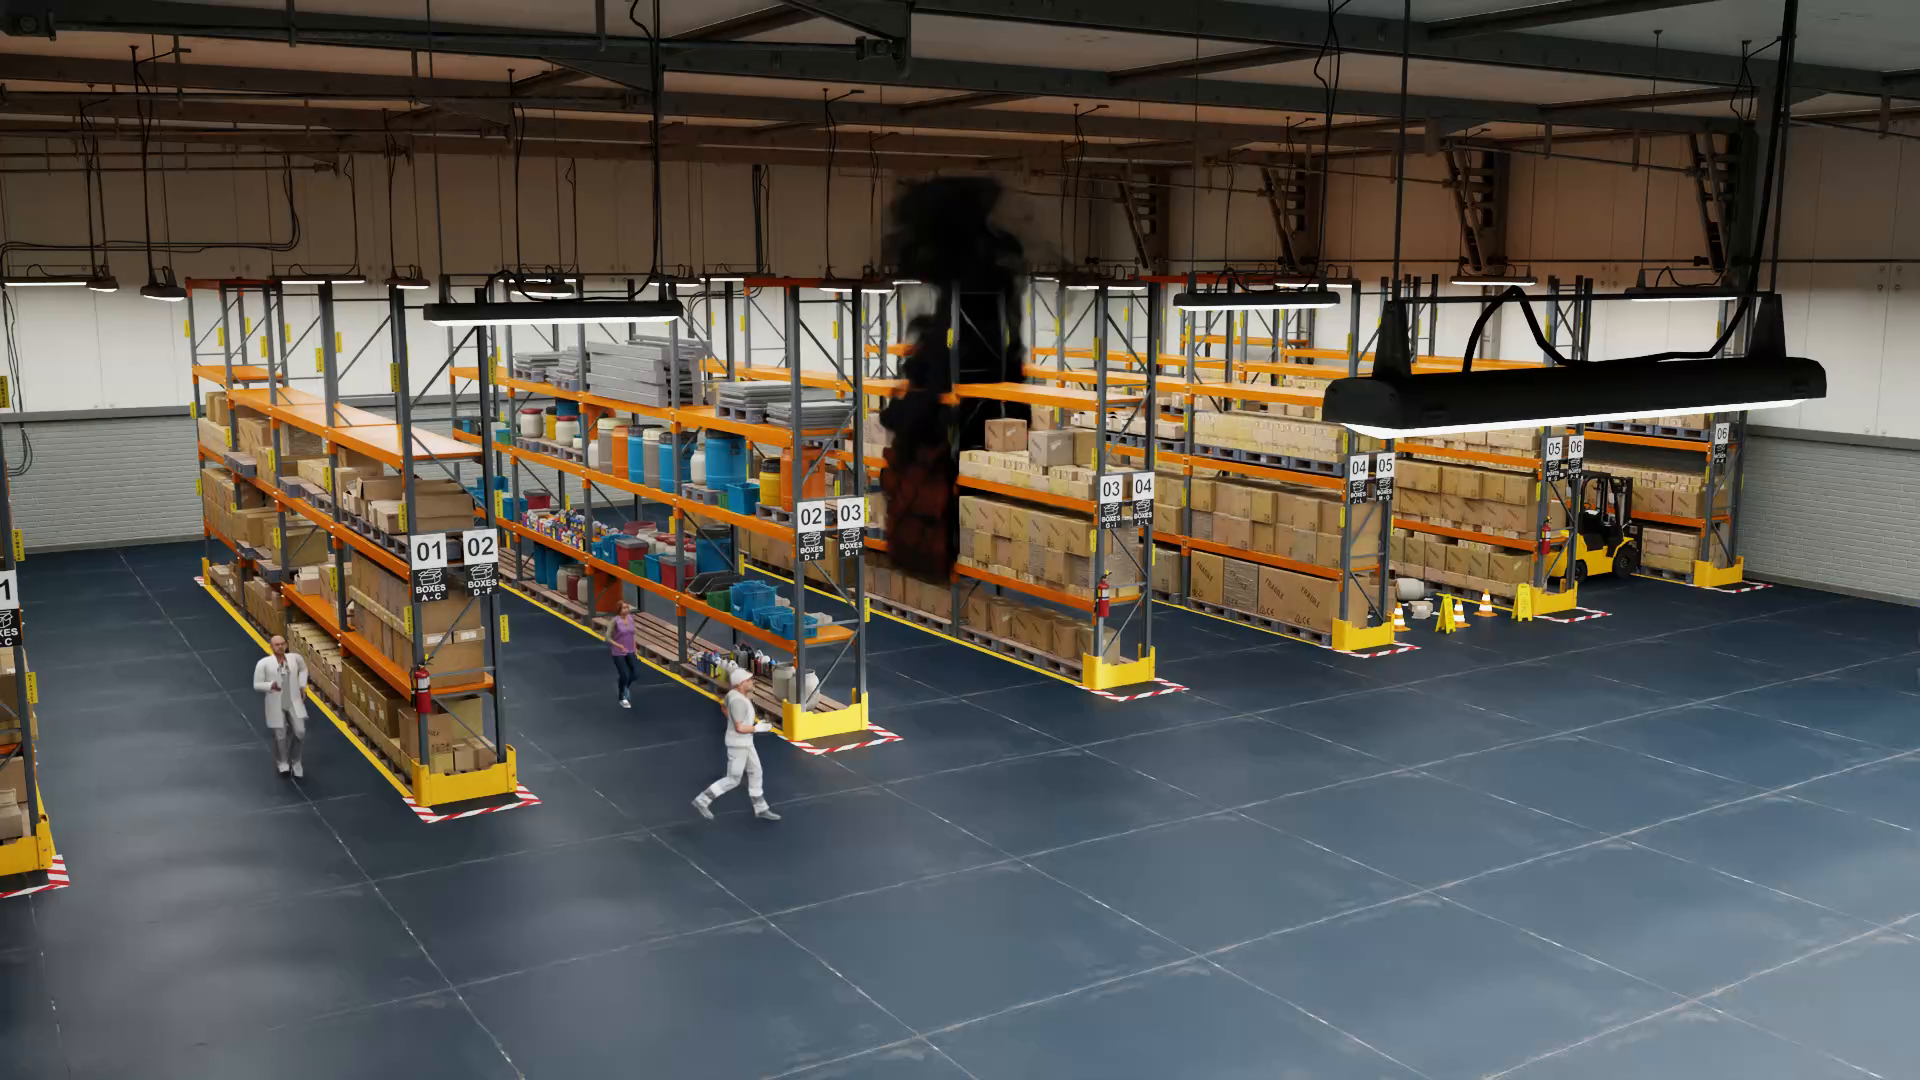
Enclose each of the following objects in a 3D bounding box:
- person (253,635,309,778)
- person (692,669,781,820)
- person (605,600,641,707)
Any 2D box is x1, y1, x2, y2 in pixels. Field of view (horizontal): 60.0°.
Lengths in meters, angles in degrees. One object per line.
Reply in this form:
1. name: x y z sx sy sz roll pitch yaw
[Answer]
1. person: -8.300 2.067 20.464 0.687 1.805 0.734 -6 11 -33
2. person: -2.537 2.327 18.793 0.993 1.790 0.670 -1 10 -6
3. person: -4.792 1.622 23.686 0.543 1.567 0.530 -9 13 -43
